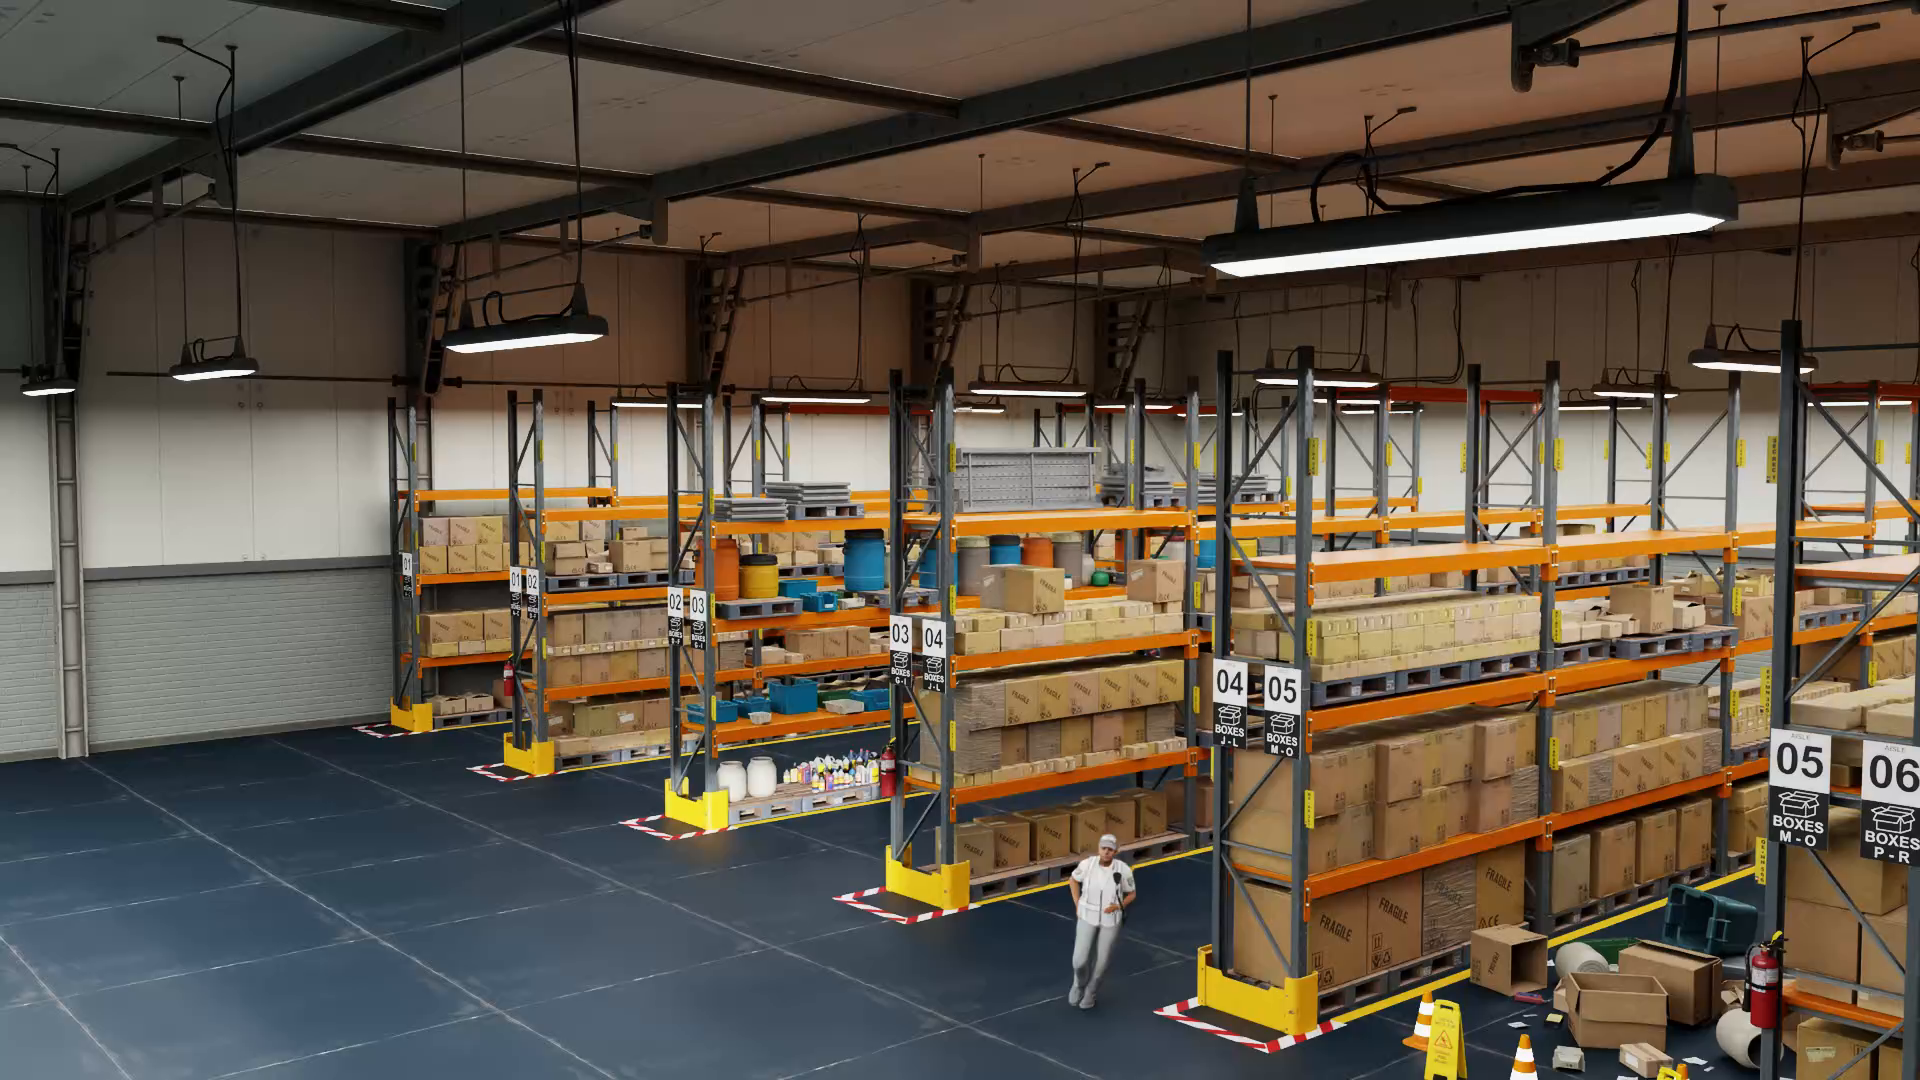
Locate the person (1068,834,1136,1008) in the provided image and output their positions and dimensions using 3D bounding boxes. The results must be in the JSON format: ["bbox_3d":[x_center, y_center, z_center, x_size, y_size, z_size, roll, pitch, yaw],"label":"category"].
[{"bbox_3d":[1.292,3.472,15.120,0.617,1.620,0.513,0,3,6],"label":"person"}]

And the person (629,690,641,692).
[{"bbox_3d":[-5.780,2.603,29.445,0.674,1.740,0.702,-3,4,-42],"label":"person"}]
